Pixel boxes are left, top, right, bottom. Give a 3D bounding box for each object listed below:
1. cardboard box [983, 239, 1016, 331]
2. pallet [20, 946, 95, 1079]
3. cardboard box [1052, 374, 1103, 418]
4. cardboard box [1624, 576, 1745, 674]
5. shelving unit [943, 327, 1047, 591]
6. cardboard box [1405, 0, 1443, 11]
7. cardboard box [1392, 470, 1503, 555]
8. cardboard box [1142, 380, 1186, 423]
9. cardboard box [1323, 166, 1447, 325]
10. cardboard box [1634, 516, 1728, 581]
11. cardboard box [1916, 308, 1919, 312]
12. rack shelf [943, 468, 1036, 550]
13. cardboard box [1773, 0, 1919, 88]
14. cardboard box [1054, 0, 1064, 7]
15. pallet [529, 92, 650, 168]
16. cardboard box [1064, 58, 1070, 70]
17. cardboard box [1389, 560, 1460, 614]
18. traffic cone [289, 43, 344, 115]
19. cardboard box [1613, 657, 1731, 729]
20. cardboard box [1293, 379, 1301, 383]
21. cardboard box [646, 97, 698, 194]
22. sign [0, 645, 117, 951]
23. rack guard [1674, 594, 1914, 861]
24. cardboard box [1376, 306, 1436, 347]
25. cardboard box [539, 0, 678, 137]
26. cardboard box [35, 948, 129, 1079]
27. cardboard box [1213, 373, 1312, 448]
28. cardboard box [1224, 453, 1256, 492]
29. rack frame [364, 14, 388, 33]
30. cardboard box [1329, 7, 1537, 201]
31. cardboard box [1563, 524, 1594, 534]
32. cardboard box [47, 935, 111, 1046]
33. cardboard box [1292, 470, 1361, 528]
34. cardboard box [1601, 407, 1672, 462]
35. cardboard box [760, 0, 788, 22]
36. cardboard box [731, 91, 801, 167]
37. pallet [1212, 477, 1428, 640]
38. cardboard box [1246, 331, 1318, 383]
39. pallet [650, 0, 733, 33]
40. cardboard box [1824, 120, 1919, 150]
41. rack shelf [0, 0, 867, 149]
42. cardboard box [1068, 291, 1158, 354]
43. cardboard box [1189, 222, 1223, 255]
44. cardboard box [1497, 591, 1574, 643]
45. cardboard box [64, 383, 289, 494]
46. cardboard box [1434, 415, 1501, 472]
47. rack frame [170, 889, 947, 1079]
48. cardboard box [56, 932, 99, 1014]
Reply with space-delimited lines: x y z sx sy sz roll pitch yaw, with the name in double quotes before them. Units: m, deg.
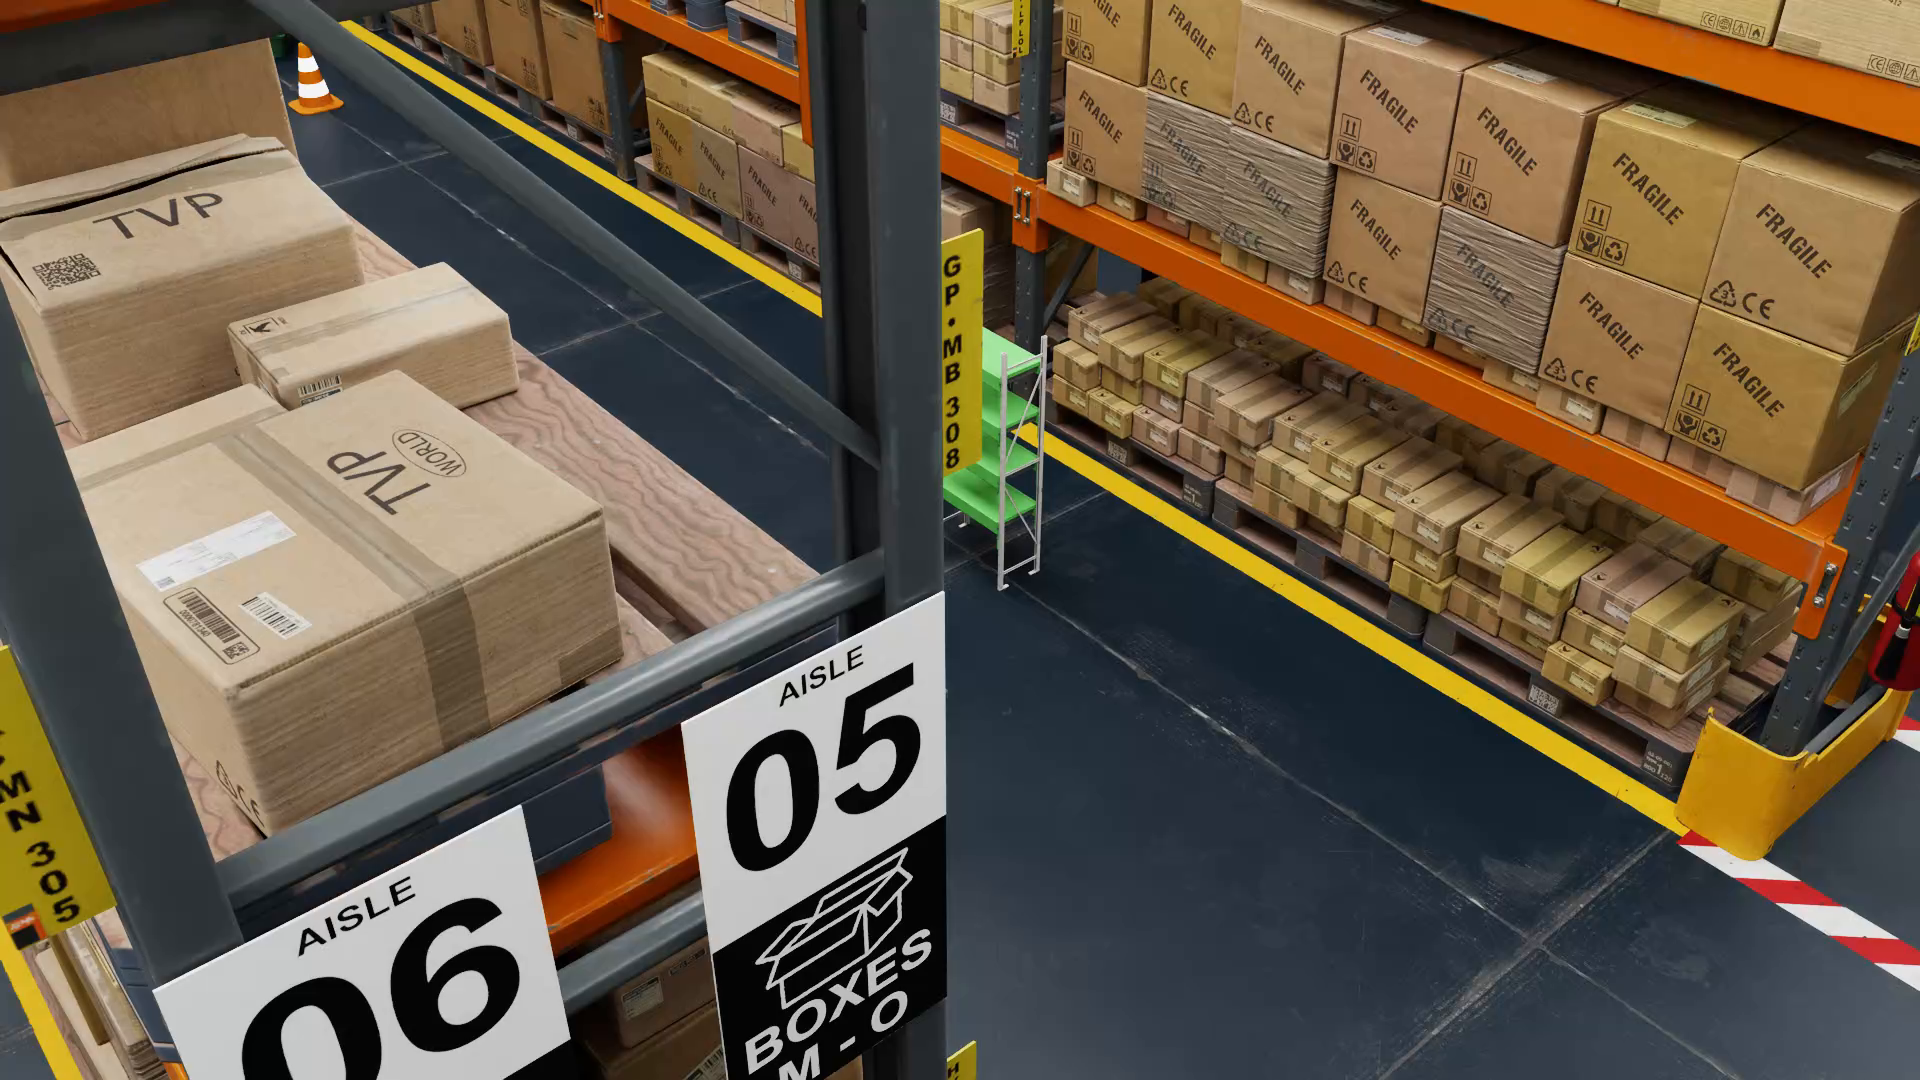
"cardboard box" 0.025 -1.443 8.991 0.500 0.500 0.500 -27 43 -33
"pallet" -2.590 1.335 5.682 1.003 0.211 1.213 -26 43 -32
"cardboard box" 0.685 -0.786 8.368 0.380 0.149 0.250 -28 44 -34
"cardboard box" 2.742 0.317 6.295 0.380 0.149 0.250 -25 43 -31
"shelving unit" 0.107 -0.417 7.300 0.258 1.200 0.503 -26 43 -32
"cardboard box" 1.863 -2.065 6.861 0.500 0.500 0.500 -25 42 -31
"cardboard box" 2.025 -0.118 6.909 0.380 0.149 0.250 -24 42 -30
"cardboard box" 1.102 -0.736 8.040 0.380 0.149 0.250 -26 43 -32
"cardboard box" 1.813 -1.231 6.549 0.500 0.500 0.500 -24 42 -30
"cardboard box" 2.928 0.022 6.713 0.380 0.149 0.250 -25 42 -31
"cardboard box" 3.198 -0.756 5.878 0.500 0.500 0.500 -24 42 -30
"rack shelf" 0.107 -0.169 7.476 0.258 0.148 0.480 -26 43 -32
"cardboard box" 2.781 -1.558 4.889 0.500 0.250 0.500 -27 43 -33
"cardboard box" 0.608 -2.837 8.499 0.380 0.149 0.250 -25 42 -31
"pallet" -2.337 -3.063 11.892 1.003 0.211 1.213 -26 43 -32
"cardboard box" 0.609 -2.593 8.670 0.380 0.149 0.250 -25 42 -31
"cardboard box" 2.048 0.127 7.079 0.380 0.149 0.250 -28 44 -34
"traffic cone" -4.755 -3.400 12.151 0.336 0.463 0.334 -26 43 -32
"cardboard box" 2.778 0.545 6.489 0.380 0.149 0.250 -25 42 -31
"cardboard box" 1.599 -0.794 8.121 0.380 0.149 0.250 -26 43 -31
"cardboard box" -1.624 -2.569 10.581 0.500 0.500 0.500 -28 44 -34
"sign" -0.863 0.241 1.521 0.100 0.325 0.005 -26 43 -32
"rack guard" 3.228 0.694 6.338 1.175 0.500 0.348 -26 43 -32
"cardboard box" 1.903 -0.941 6.701 0.380 0.149 0.250 -25 42 -31
"cardboard box" -2.210 -3.380 11.511 1.050 0.750 0.750 -27 43 -32
"cardboard box" -2.119 1.419 5.005 0.875 0.438 0.875 -27 44 -33
"cardboard box" 1.380 -0.594 7.581 0.380 0.149 0.250 -25 42 -31
"cardboard box" 1.459 -0.379 7.793 0.380 0.149 0.250 -28 44 -34
"rack frame" -4.467 -5.591 13.049 1.000 3.000 0.127 -26 43 -32
"cardboard box" 1.778 -1.654 6.282 0.500 0.500 0.500 -28 44 -33
"cardboard box" 2.693 -0.120 7.170 0.380 0.149 0.250 -25 42 -30
"cardboard box" -1.948 0.769 3.982 0.500 0.500 0.500 -25 42 -30
"cardboard box" 1.687 -0.233 7.329 0.380 0.149 0.250 -26 43 -31
"cardboard box" 2.545 -0.458 6.018 0.380 0.149 0.250 -26 43 -32
"cardboard box" -0.894 -3.036 9.296 0.380 0.149 0.250 -25 43 -31
"cardboard box" -0.989 -2.440 9.751 0.500 0.250 0.500 -26 43 -31
"pallet" 1.947 -0.099 7.706 1.003 0.211 1.213 -26 43 -32
"cardboard box" 1.593 -0.901 8.015 0.380 0.149 0.250 -25 42 -30
"pallet" -1.345 -3.472 10.222 1.213 0.211 1.003 -26 43 -32
"cardboard box" 3.190 -1.160 5.584 0.500 0.500 0.500 -26 43 -32
"rack shelf" -1.730 -1.276 2.735 1.077 0.370 4.000 -26 43 -32
"cardboard box" 0.760 -1.080 8.268 0.380 0.149 0.250 -24 42 -30
"cardboard box" 1.235 -1.402 7.352 0.380 0.149 0.250 -28 44 -34
"cardboard box" 2.381 0.223 6.686 0.380 0.149 0.250 -28 44 -33
"cardboard box" -1.130 -0.056 2.406 0.380 0.149 0.250 -30 45 -35
"cardboard box" 2.334 -0.475 7.414 0.380 0.149 0.250 -25 42 -31
"rack frame" -0.439 1.598 2.898 1.000 3.000 0.127 -26 43 -32
"cardboard box" -1.609 0.586 3.376 0.500 0.500 0.500 -26 43 -32
